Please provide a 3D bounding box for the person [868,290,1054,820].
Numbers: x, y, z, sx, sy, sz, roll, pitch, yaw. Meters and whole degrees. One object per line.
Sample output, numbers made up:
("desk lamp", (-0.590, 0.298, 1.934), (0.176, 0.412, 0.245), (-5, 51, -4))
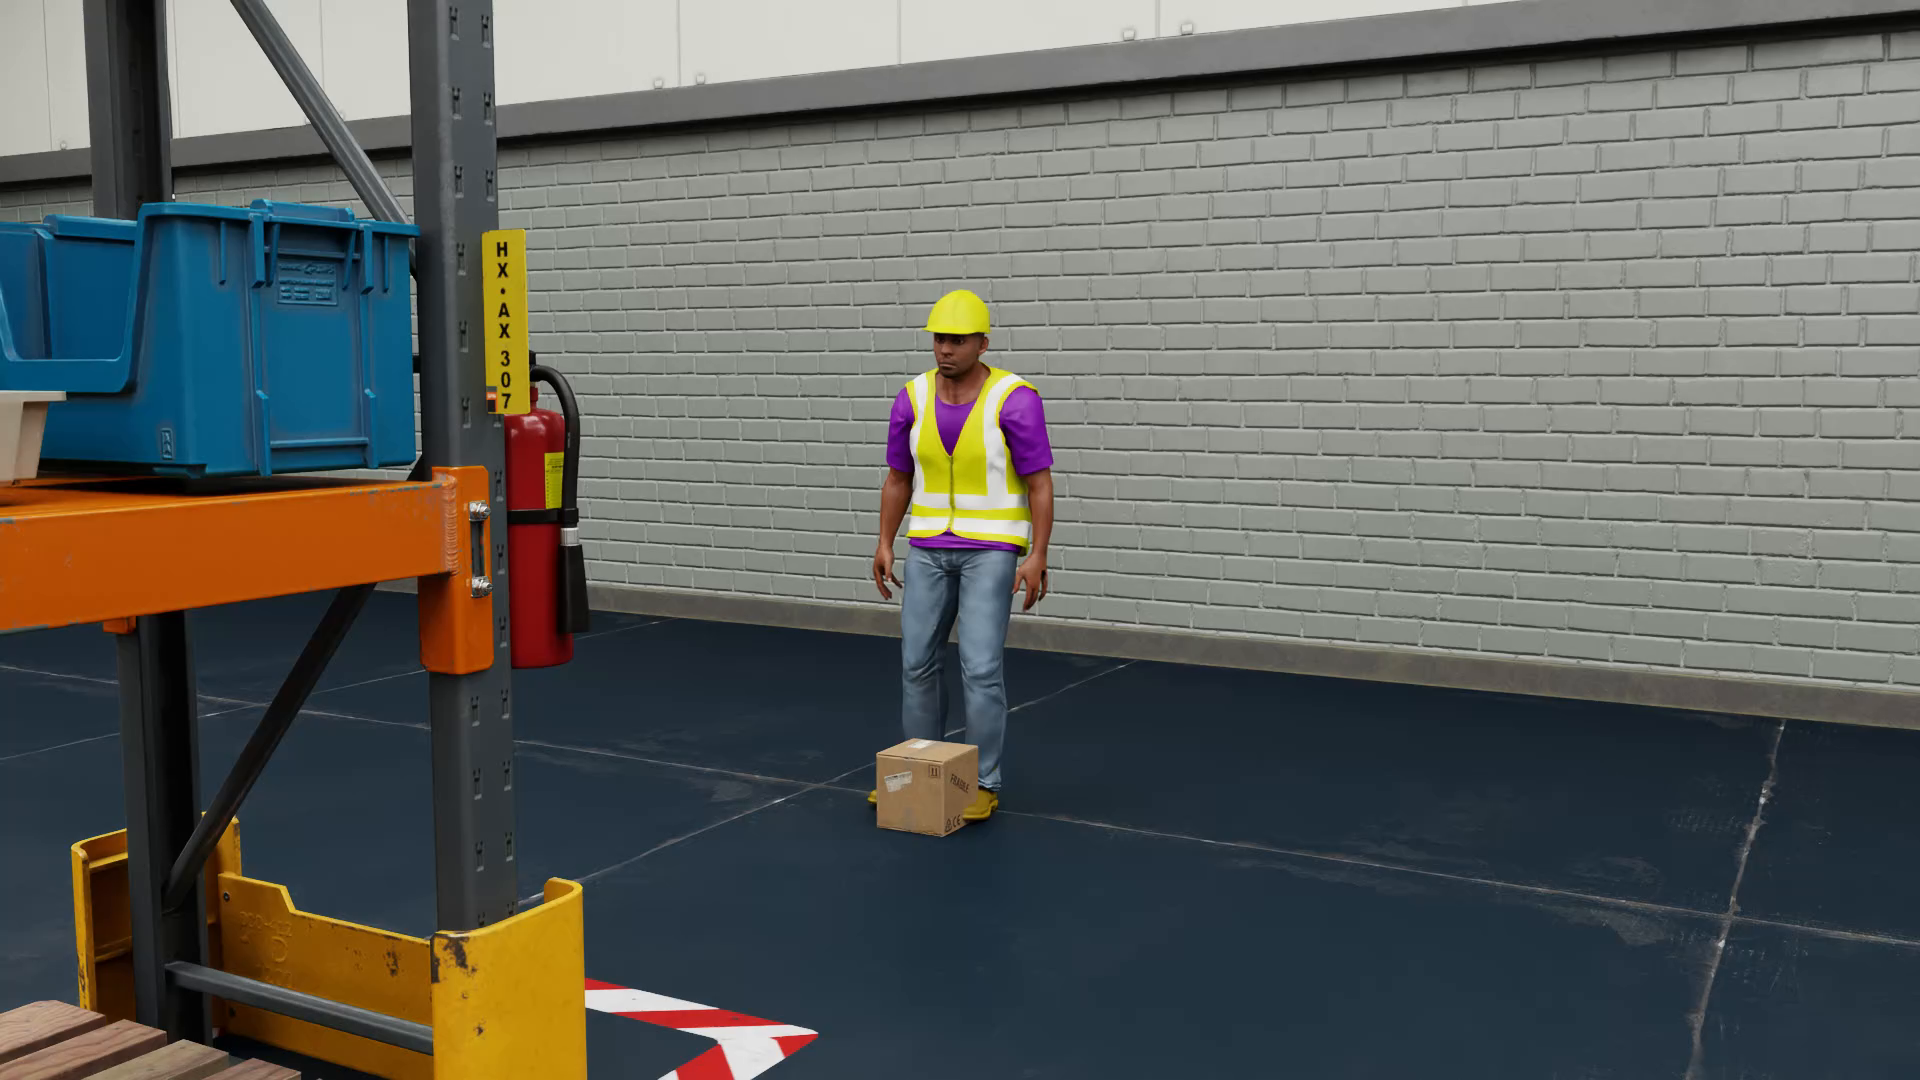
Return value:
("person", (0.003, 0.047, 5.616), (0.635, 1.756, 0.456), (3, 7, 25))
